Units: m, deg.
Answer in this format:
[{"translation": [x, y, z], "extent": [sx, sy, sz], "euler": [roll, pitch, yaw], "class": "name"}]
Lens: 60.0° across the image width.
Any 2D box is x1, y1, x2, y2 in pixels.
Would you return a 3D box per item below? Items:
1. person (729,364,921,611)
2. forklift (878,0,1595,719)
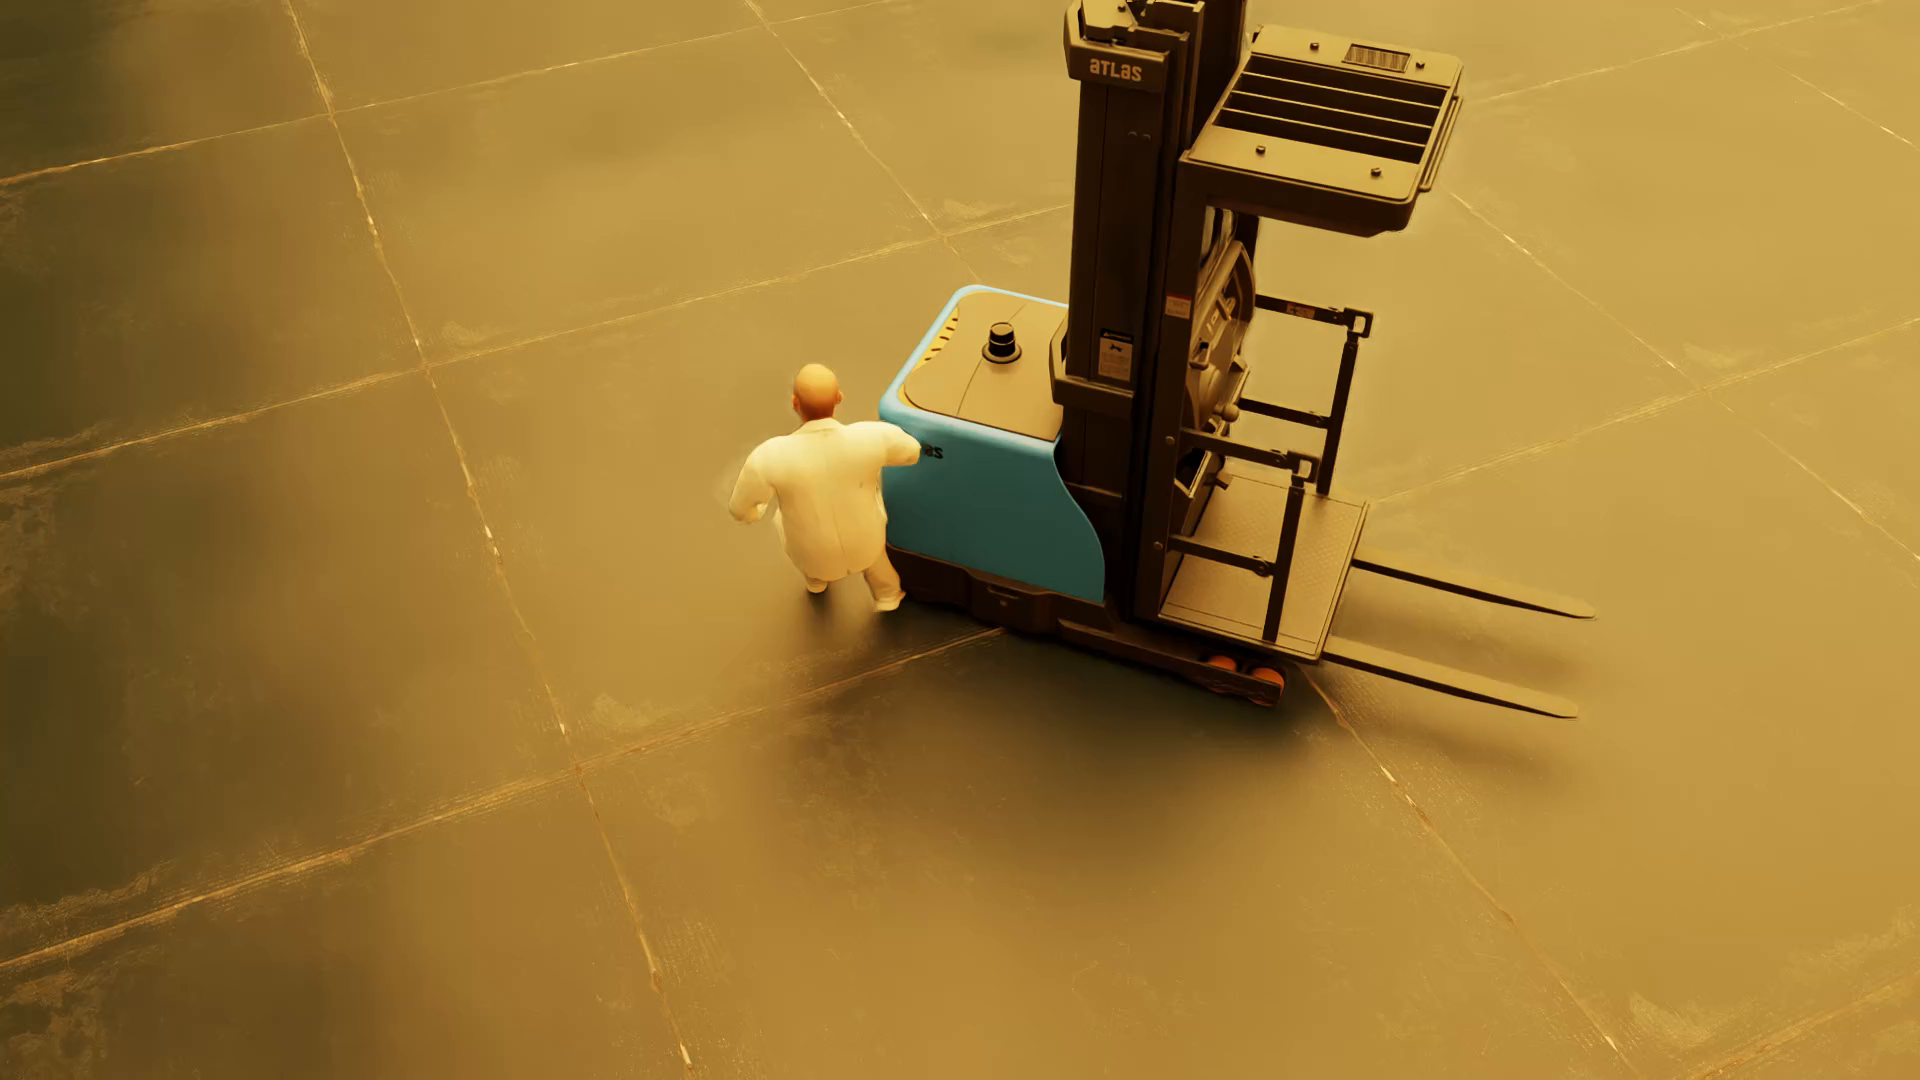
[{"translation": [-0.605, -0.207, 6.995], "extent": [0.836, 1.573, 0.923], "euler": [-14, 45, -14], "class": "person"}, {"translation": [1.214, -0.781, 6.517], "extent": [3.031, 2.935, 1.130], "euler": [15, 45, 16], "class": "forklift"}]
